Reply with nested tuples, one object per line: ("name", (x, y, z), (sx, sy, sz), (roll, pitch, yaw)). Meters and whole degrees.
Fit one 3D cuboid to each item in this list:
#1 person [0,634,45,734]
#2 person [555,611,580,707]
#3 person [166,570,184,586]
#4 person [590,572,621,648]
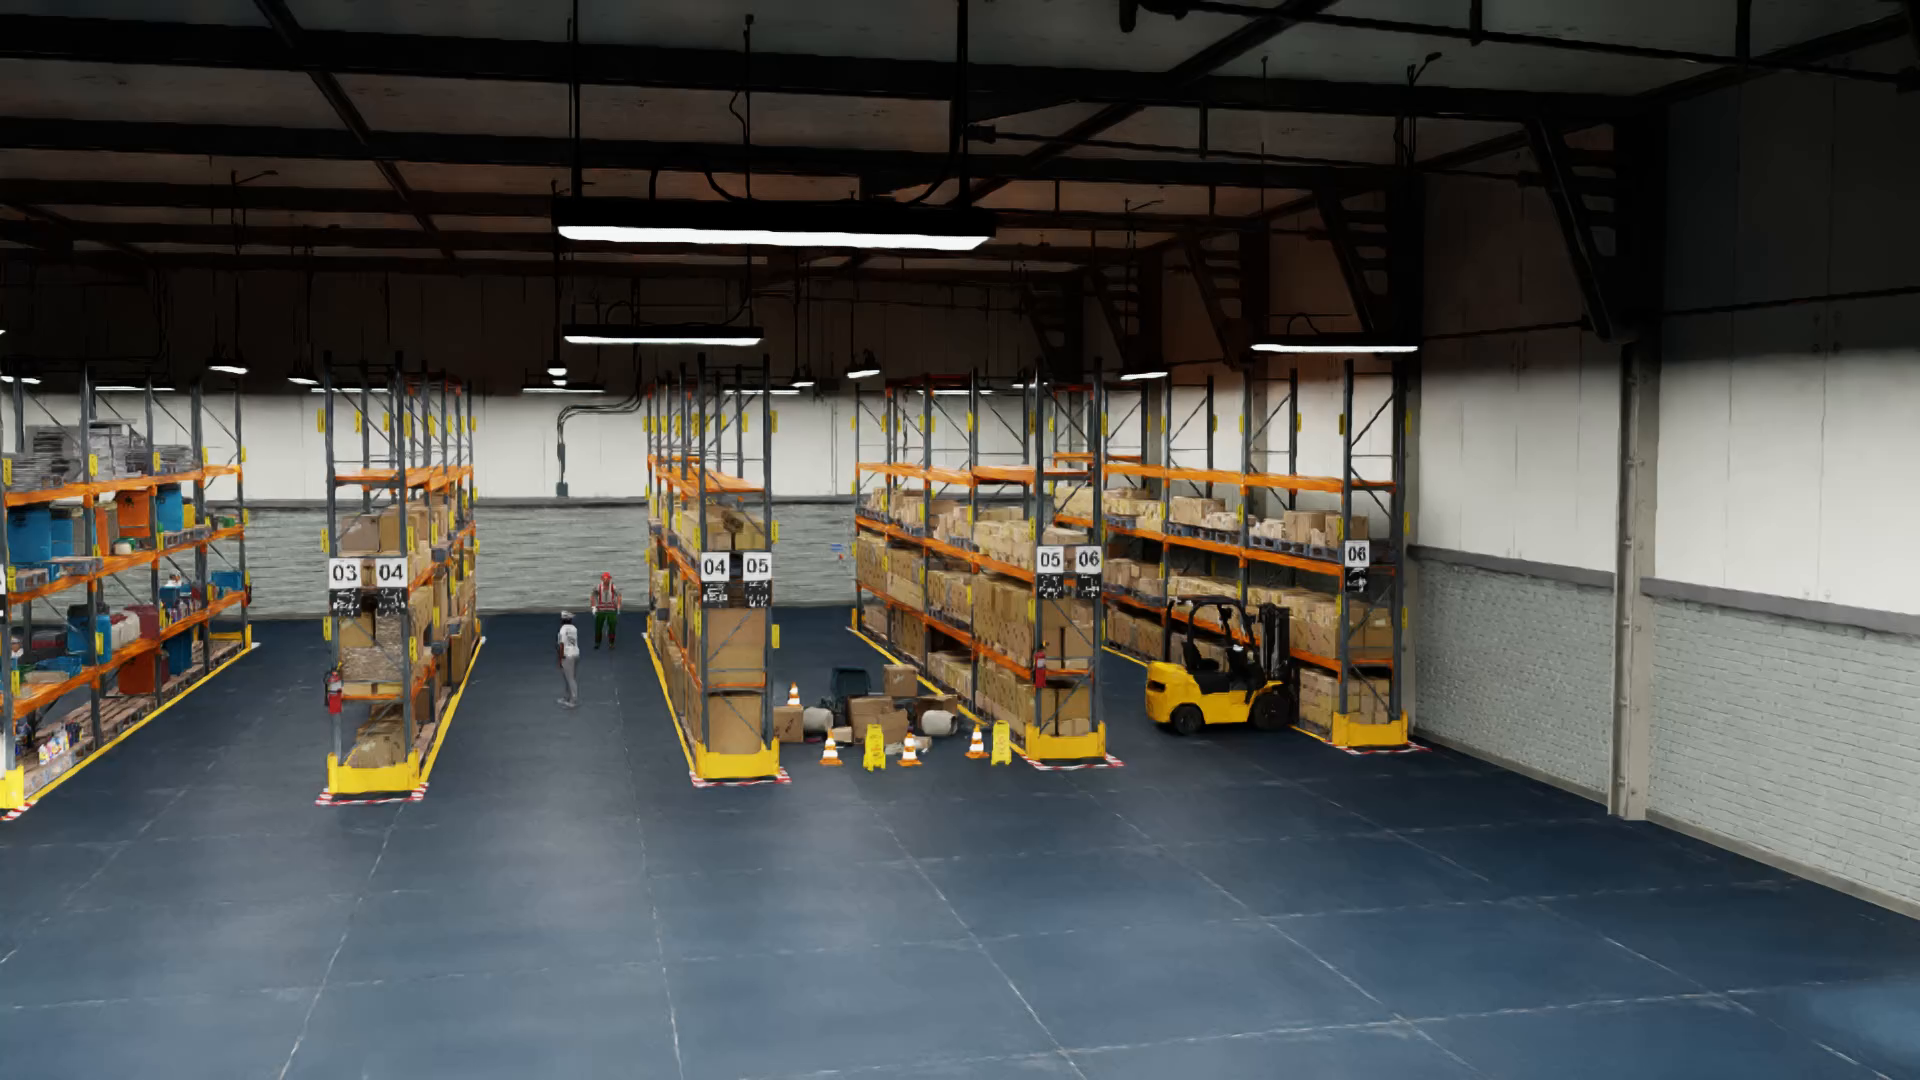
("person", (-15.117, 2.313, 26.800), (0.505, 1.636, 0.907), (0, 4, 3))
("person", (-6.987, 2.101, 29.567), (0.551, 1.664, 0.573), (1, 4, 15))
("person", (-18.091, 1.517, 38.240), (0.458, 1.663, 0.687), (1, 4, 17))
("person", (-7.889, 1.566, 37.020), (0.663, 1.742, 0.551), (-1, 4, -14))
